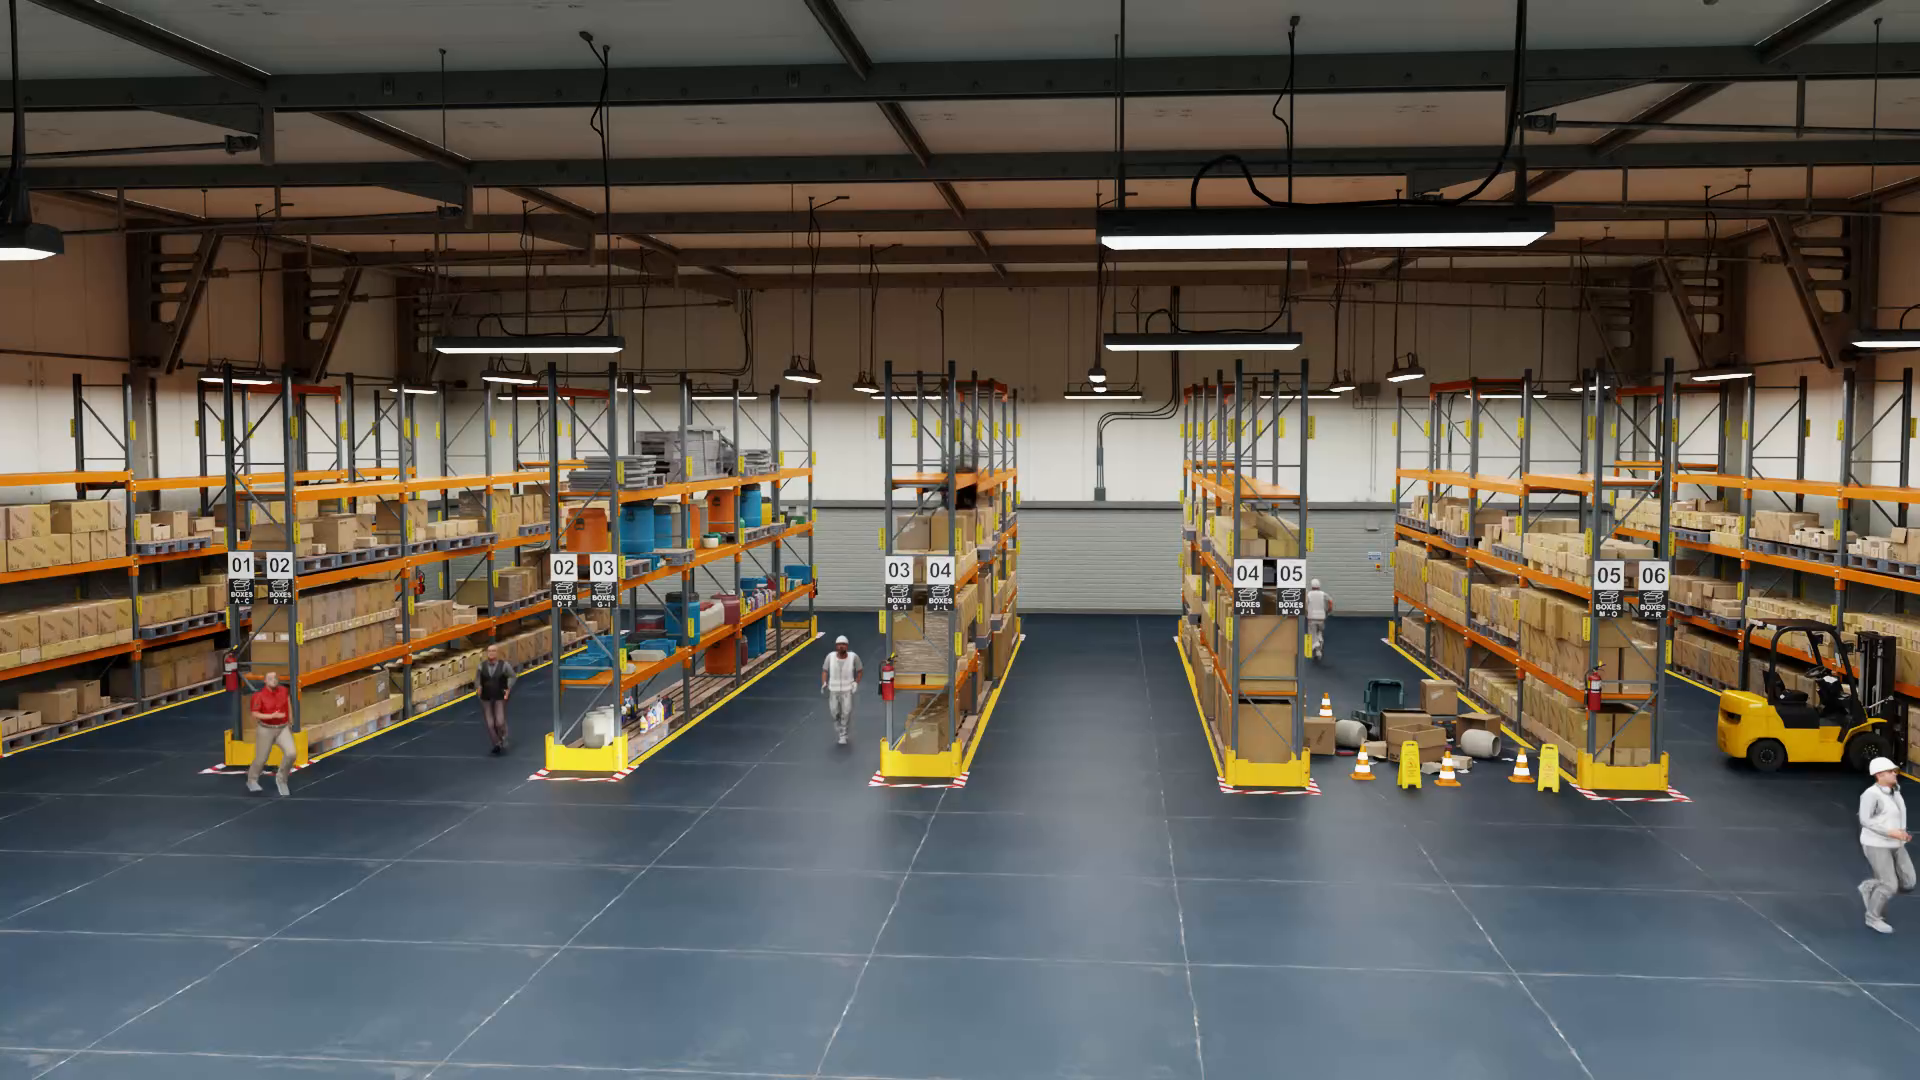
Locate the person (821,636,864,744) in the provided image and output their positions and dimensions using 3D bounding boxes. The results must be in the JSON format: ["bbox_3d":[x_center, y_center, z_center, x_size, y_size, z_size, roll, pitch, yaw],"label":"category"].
[{"bbox_3d":[-1.875,2.383,26.625,0.668,1.728,0.639,0,4,1],"label":"person"}]

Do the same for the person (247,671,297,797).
[{"bbox_3d":[-9.402,2.654,22.770,0.900,1.758,0.674,3,5,41],"label":"person"}]

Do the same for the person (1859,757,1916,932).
[{"bbox_3d":[9.269,3.043,16.654,0.696,1.736,0.591,-2,4,-33],"label":"person"}]

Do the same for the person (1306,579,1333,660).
[{"bbox_3d":[7.742,1.747,36.187,0.643,1.798,0.746,0,4,-2],"label":"person"}]

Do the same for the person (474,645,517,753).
[{"bbox_3d":[-7.196,2.466,25.678,0.635,1.676,0.564,0,4,-3],"label":"person"}]
